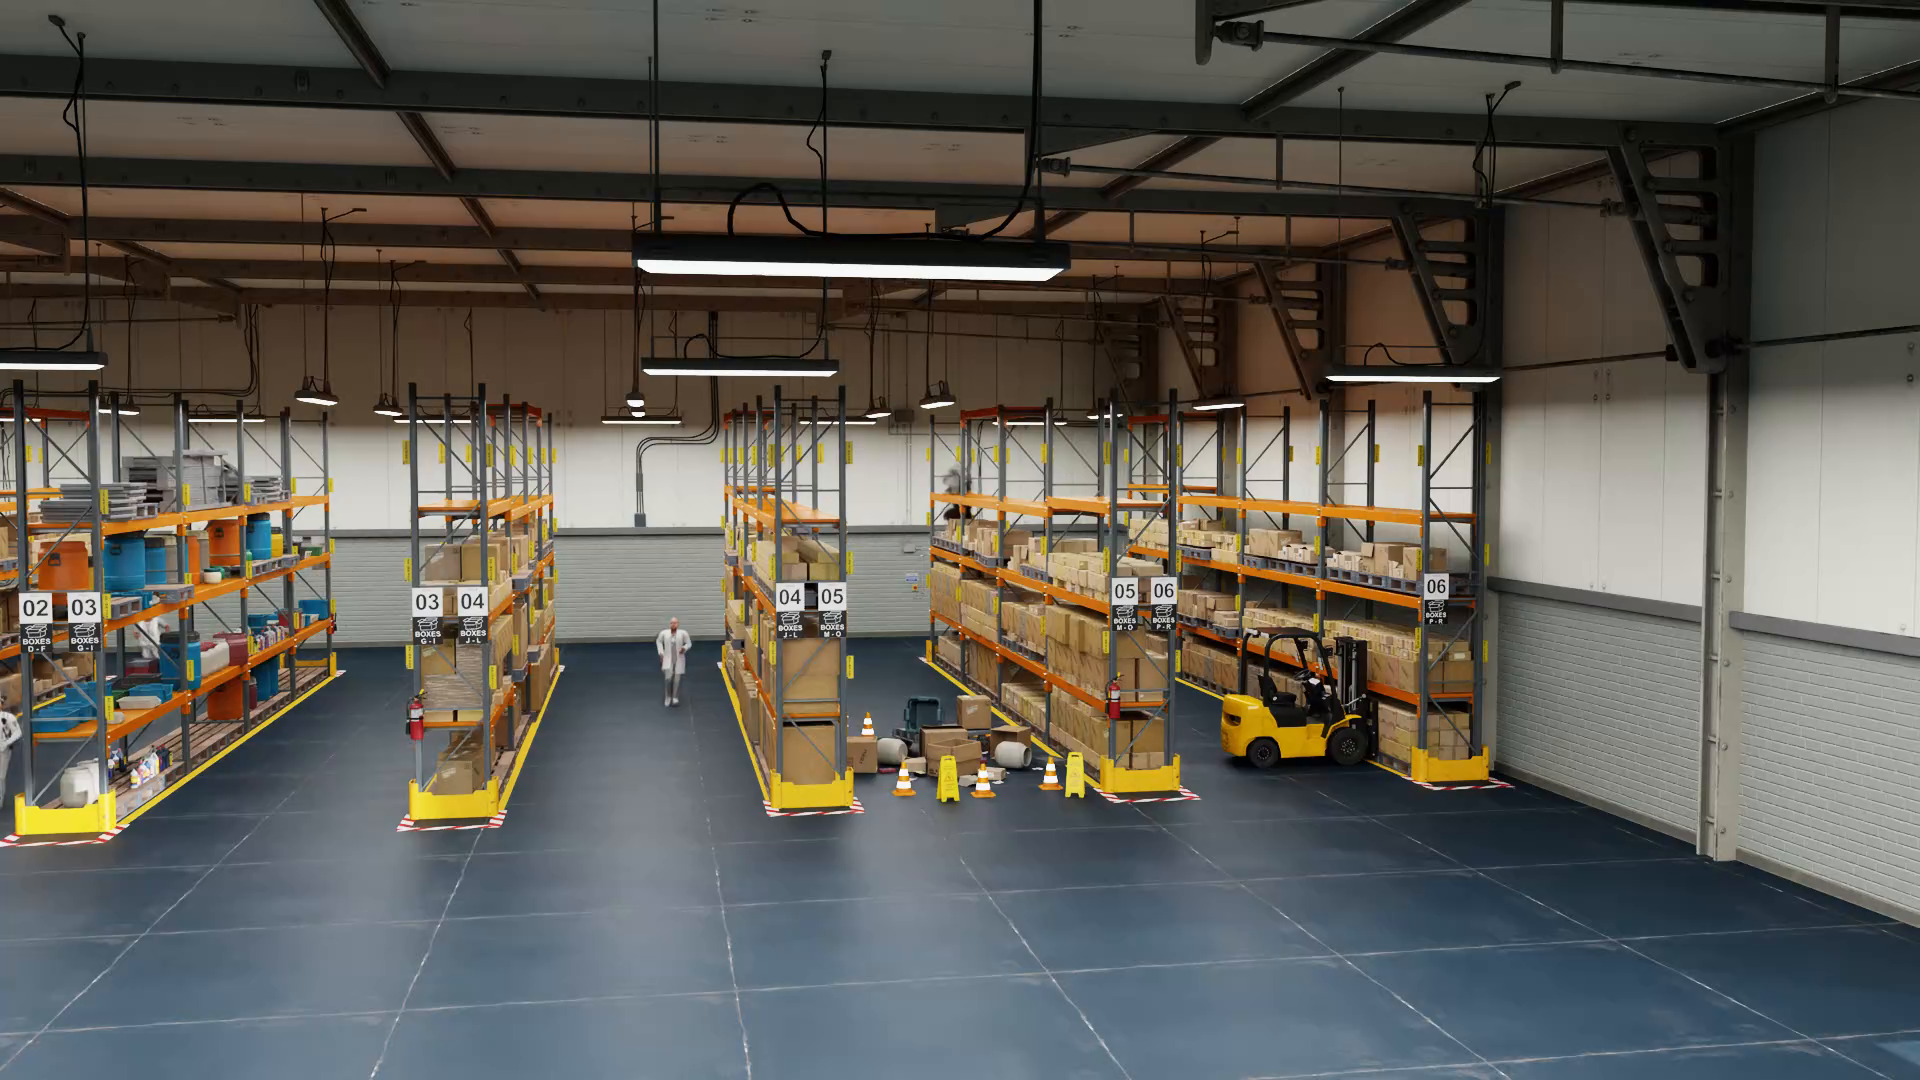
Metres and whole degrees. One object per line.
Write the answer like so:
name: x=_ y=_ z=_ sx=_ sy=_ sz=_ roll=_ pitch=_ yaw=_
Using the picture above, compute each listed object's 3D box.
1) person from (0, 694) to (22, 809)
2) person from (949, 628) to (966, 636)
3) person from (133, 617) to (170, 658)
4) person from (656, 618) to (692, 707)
person: x=-13.675 y=2.987 z=23.618 sx=0.618 sy=1.652 sz=0.550 roll=-1 pitch=3 yaw=-17
person: x=0.026 y=2.060 z=41.991 sx=0.570 sy=1.678 sz=0.888 roll=1 pitch=3 yaw=18
person: x=-17.623 y=2.293 z=36.179 sx=0.685 sy=1.735 sz=0.597 roll=-1 pitch=3 yaw=-12
person: x=-5.708 y=2.425 z=33.223 sx=0.701 sy=1.750 sz=0.766 roll=-1 pitch=3 yaw=-10
